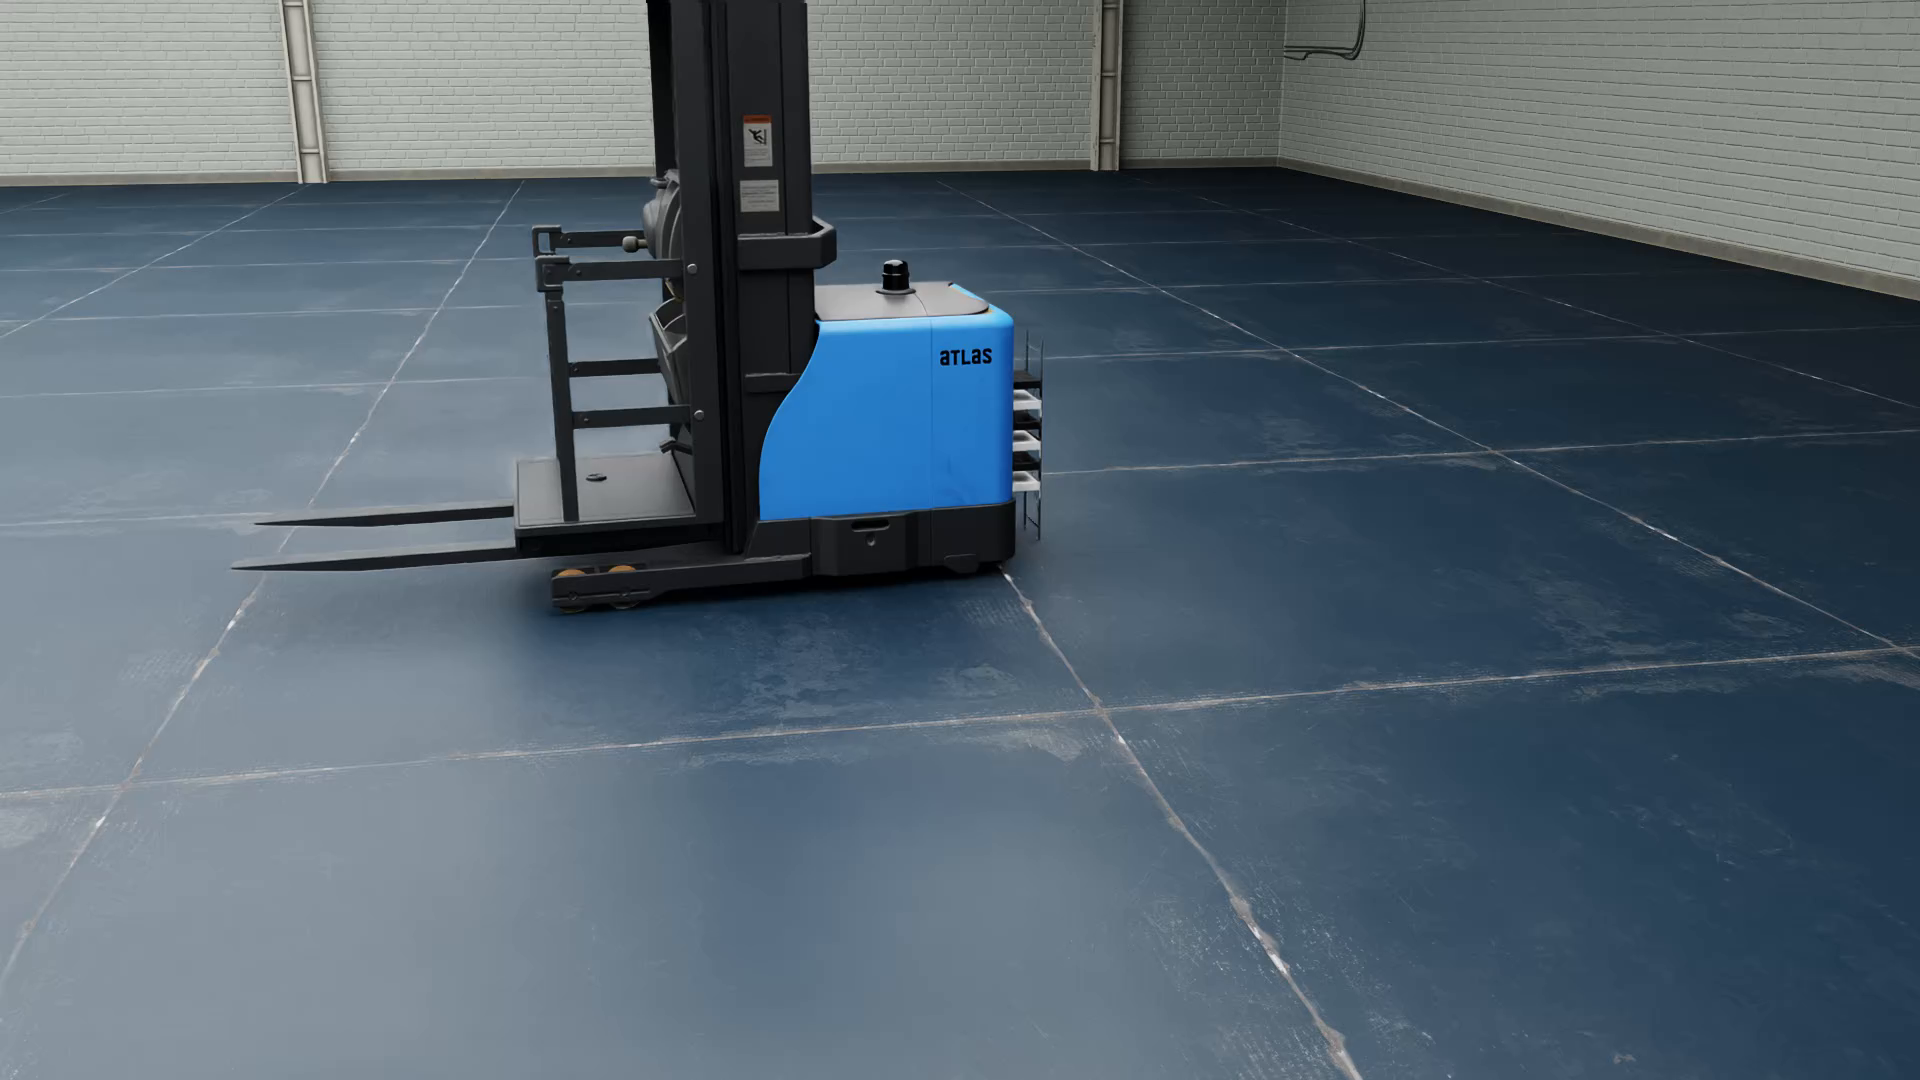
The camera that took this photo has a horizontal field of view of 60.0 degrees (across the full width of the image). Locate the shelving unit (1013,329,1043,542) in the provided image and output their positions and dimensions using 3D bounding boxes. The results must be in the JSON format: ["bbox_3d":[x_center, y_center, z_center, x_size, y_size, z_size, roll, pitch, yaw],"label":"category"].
[{"bbox_3d":[0.220,-0.448,7.239,0.210,0.900,0.258,-4,18,-14],"label":"shelving unit"}]

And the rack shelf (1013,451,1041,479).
[{"bbox_3d":[0.220,-0.330,7.275,0.200,0.077,0.258,-4,18,-14],"label":"rack shelf"}]

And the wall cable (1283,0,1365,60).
[{"bbox_3d":[5.452,-8.520,25.012,0.112,2.526,3.097,-3,17,-10],"label":"wall cable"}]

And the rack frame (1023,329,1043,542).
[{"bbox_3d":[0.319,-0.456,7.263,0.006,0.900,0.240,-4,18,-14],"label":"rack frame"}]

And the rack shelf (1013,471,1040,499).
[{"bbox_3d":[0.220,-0.244,7.301,0.200,0.077,0.258,-4,18,-14],"label":"rack shelf"}]

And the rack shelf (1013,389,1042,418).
[{"bbox_3d":[0.220,-0.588,7.195,0.200,0.077,0.258,-4,18,-14],"label":"rack shelf"}]

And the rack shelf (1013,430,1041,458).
[{"bbox_3d":[0.220,-0.416,7.248,0.200,0.077,0.258,-4,18,-14],"label":"rack shelf"}]

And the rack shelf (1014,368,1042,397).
[{"bbox_3d":[0.220,-0.674,7.169,0.200,0.077,0.258,-4,18,-14],"label":"rack shelf"}]

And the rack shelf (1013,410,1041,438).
[{"bbox_3d":[0.220,-0.502,7.222,0.200,0.077,0.258,-4,18,-14],"label":"rack shelf"}]

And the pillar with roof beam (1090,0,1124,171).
[{"bbox_3d":[3.126,-8.980,21.222,0.400,9.000,9.100,-3,17,-10],"label":"pillar with roof beam"}]

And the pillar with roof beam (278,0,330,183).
[{"bbox_3d":[-8.656,-8.312,19.046,0.400,9.000,9.100,-3,17,-10],"label":"pillar with roof beam"}]

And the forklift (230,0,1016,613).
[{"bbox_3d":[-1.346,-1.291,6.522,3.031,2.935,1.130,-4,18,-14],"label":"forklift"}]
